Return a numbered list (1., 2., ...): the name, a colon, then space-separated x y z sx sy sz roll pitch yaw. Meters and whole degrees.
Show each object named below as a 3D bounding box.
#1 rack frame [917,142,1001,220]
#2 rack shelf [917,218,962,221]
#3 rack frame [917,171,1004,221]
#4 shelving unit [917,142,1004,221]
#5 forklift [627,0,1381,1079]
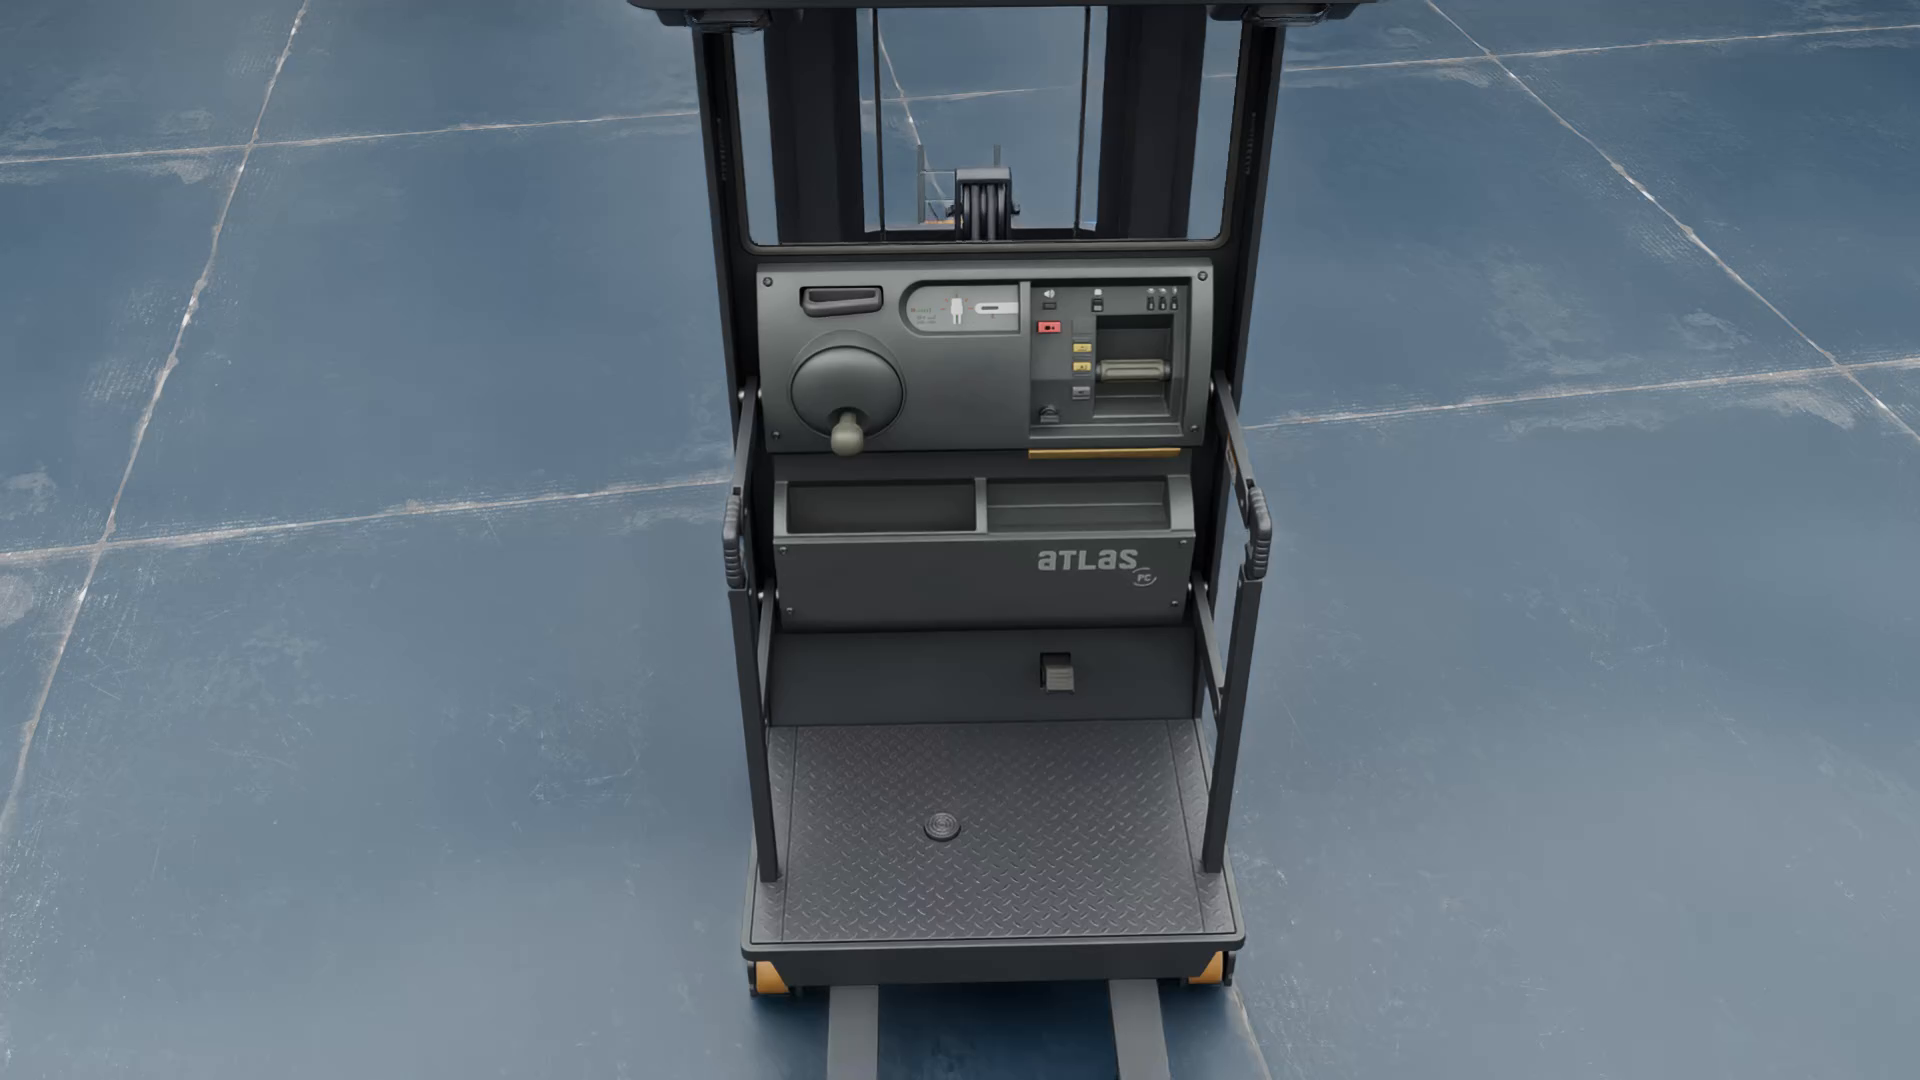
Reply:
1. rack frame: -0.004 -0.662 5.124 0.240 1.200 0.006 -1 38 -1
2. rack shelf: -0.001 -0.855 4.858 0.258 0.103 0.180 -1 38 -1
3. rack frame: 0.001 -0.550 4.980 0.240 1.200 0.006 -1 38 -1
4. shelving unit: -0.001 -0.606 5.052 0.258 1.200 0.189 -1 38 -1
5. forklift: 0.061 -0.301 3.248 1.130 2.935 3.031 -1 38 -1
